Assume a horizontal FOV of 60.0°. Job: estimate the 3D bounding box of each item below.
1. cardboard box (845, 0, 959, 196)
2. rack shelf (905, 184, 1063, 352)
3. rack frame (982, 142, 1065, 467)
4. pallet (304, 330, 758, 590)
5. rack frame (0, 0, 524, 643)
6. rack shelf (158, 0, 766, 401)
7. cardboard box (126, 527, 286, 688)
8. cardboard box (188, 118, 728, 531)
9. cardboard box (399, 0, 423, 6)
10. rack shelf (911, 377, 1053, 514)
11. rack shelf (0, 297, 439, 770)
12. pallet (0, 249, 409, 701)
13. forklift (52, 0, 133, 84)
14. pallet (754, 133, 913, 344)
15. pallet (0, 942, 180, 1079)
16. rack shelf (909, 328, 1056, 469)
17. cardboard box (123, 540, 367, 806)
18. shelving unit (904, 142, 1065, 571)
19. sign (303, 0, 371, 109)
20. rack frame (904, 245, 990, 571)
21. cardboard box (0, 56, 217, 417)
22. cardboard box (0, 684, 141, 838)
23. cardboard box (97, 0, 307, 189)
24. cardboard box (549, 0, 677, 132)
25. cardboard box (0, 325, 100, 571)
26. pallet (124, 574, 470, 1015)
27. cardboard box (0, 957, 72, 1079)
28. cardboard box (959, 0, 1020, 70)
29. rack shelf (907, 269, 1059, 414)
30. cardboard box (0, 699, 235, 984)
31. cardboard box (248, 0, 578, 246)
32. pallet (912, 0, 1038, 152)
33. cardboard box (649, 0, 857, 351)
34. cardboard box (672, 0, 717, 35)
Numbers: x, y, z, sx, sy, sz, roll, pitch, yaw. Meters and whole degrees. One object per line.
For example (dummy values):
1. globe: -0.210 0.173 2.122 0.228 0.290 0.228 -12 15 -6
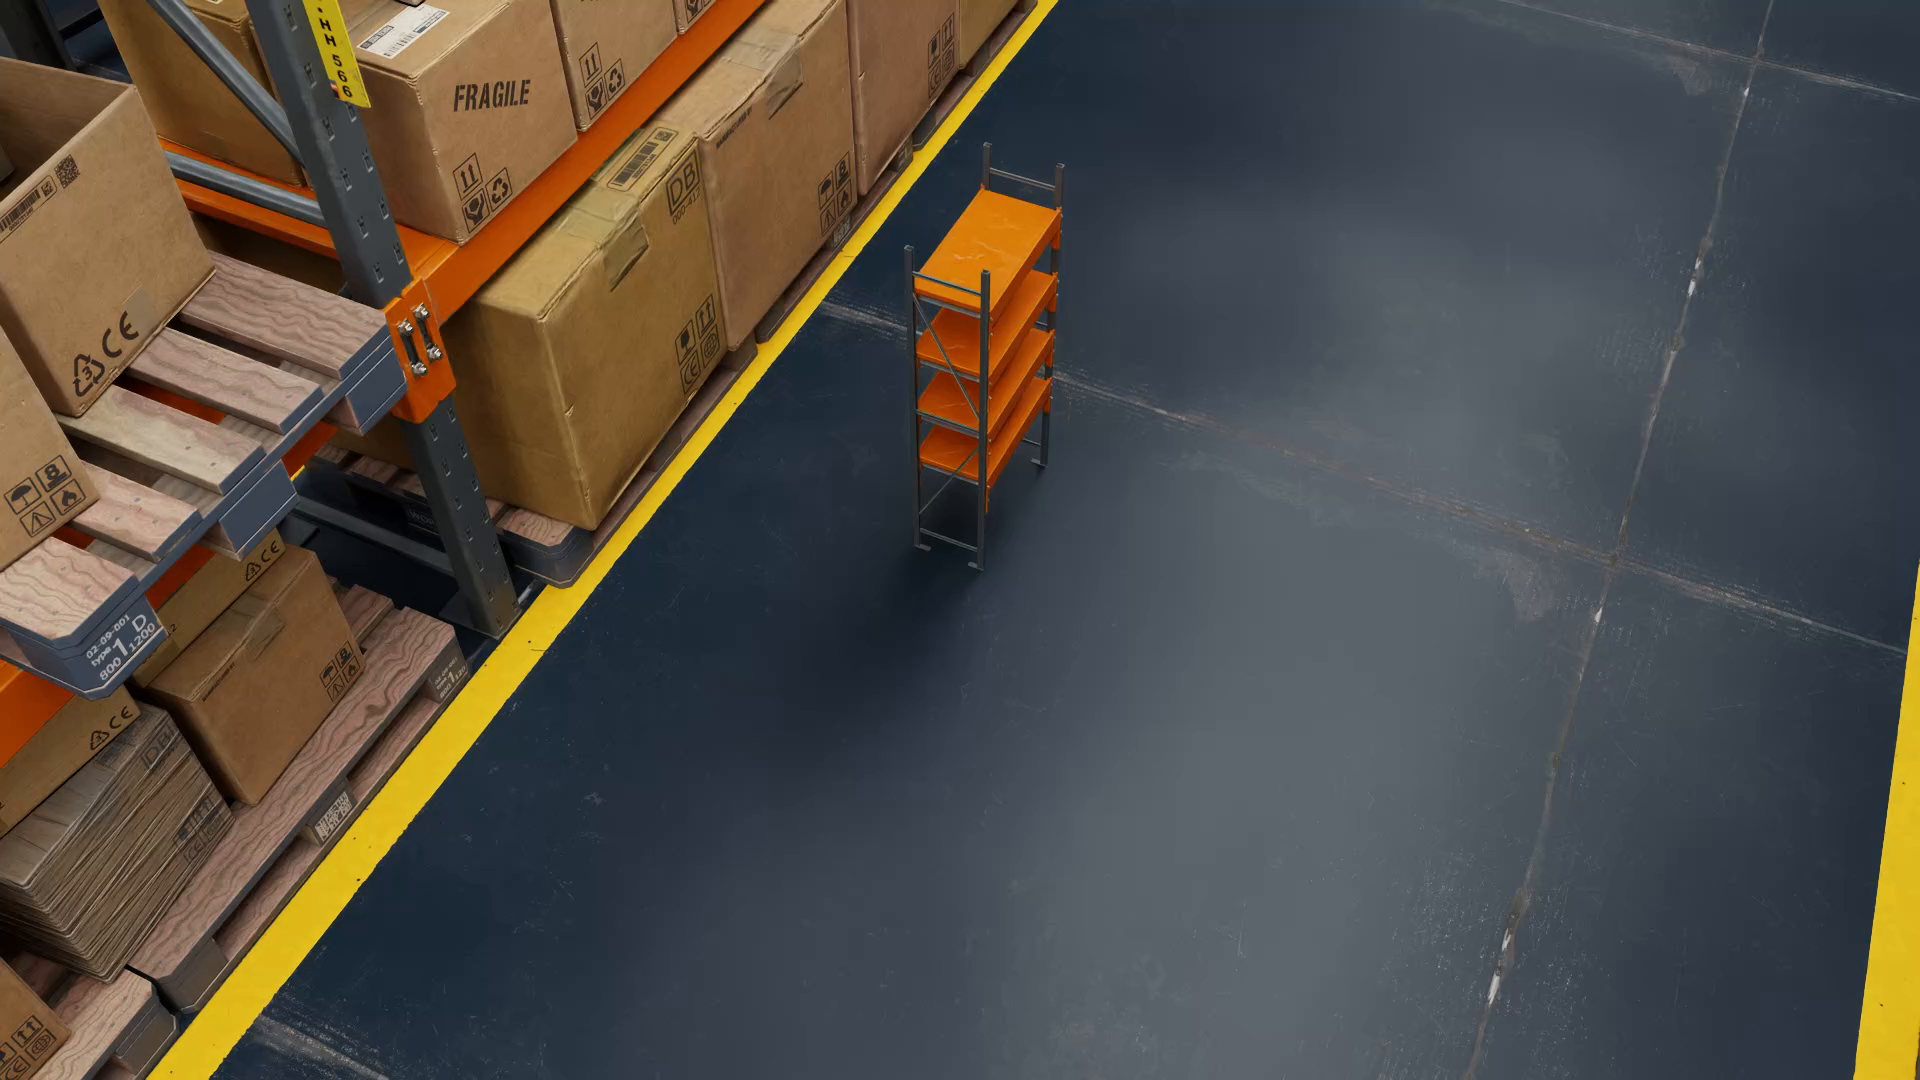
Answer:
1. cardboard box: -0.735 -2.009 6.109 1.225 0.875 0.875 18 52 15
2. rack shelf: 0.071 -0.757 4.591 0.258 0.148 0.480 20 52 16
3. rack frame: 0.175 -0.671 5.033 0.240 1.200 0.015 20 52 16
4. pallet: -1.402 -0.485 5.524 1.003 0.211 1.213 20 52 16
5. rack frame: -1.807 -0.870 4.021 1.000 3.000 0.127 20 52 16
6. rack shelf: -0.953 -2.014 5.467 1.077 0.370 4.000 20 52 16
7. cardboard box: -2.066 0.026 4.119 0.500 0.250 0.500 22 53 18
8. cardboard box: -1.494 -0.786 5.069 1.225 0.875 0.875 18 52 14
9. cardboard box: -1.480 -1.726 4.025 0.797 0.503 0.637 21 53 17
10. rack shelf: 0.071 -0.331 5.092 0.258 0.148 0.480 20 52 16
11. rack shelf: -2.662 0.740 3.123 1.077 0.370 4.000 20 52 16
12. pallet: -2.015 -0.283 3.647 1.213 0.211 1.003 20 52 16
13. forklift: -2.855 -3.420 6.235 1.130 2.935 3.031 26 54 20
14. pallet: -0.880 -1.322 6.236 1.003 0.211 1.213 20 52 16
15. pallet: -2.665 1.408 3.913 1.003 0.211 1.213 20 52 16
16. rack shelf: 0.071 -0.459 4.941 0.258 0.148 0.480 20 52 16
17. cardboard box: -2.075 0.265 4.407 0.700 0.500 0.500 17 52 14
18. shelving unit: 0.071 -0.503 4.890 0.258 1.200 0.503 20 52 16
19. sign: -1.313 -1.050 3.465 0.100 0.325 0.005 20 52 16
20. rack frame: -0.034 -0.335 4.747 0.240 1.200 0.015 20 52 16
21. cardboard box: -2.002 -0.654 3.495 0.500 0.500 0.500 14 51 12
22. cardboard box: -2.284 0.394 3.805 0.500 0.250 0.500 25 54 20
23. cardboard box: -1.820 -1.323 4.340 0.500 0.500 0.500 21 53 17
24. cardboard box: -1.135 -1.505 4.495 0.500 0.500 0.500 19 52 15
25. cardboard box: -2.150 -0.237 3.141 0.700 0.500 0.500 27 55 21
26. pallet: -2.142 0.571 4.625 1.003 0.211 1.213 20 52 16
27. cardboard box: -2.537 1.044 3.745 0.700 0.500 0.500 24 54 19
28. cardboard box: -0.354 -2.625 6.633 1.225 0.875 0.875 20 52 16
29. rack shelf: 0.071 -0.604 4.771 0.258 0.148 0.480 20 52 16
30. cardboard box: -2.301 0.651 4.079 0.700 0.500 0.500 16 51 13
31. cardboard box: -1.354 -1.149 4.192 0.500 0.500 0.500 21 53 17
32. pallet: -0.360 -2.165 6.954 1.003 0.211 1.213 20 52 16
33. cardboard box: -1.106 -1.397 5.589 1.225 0.875 0.875 20 52 16
34. cardboard box: -0.920 -1.858 4.796 0.500 0.500 0.500 19 52 15
